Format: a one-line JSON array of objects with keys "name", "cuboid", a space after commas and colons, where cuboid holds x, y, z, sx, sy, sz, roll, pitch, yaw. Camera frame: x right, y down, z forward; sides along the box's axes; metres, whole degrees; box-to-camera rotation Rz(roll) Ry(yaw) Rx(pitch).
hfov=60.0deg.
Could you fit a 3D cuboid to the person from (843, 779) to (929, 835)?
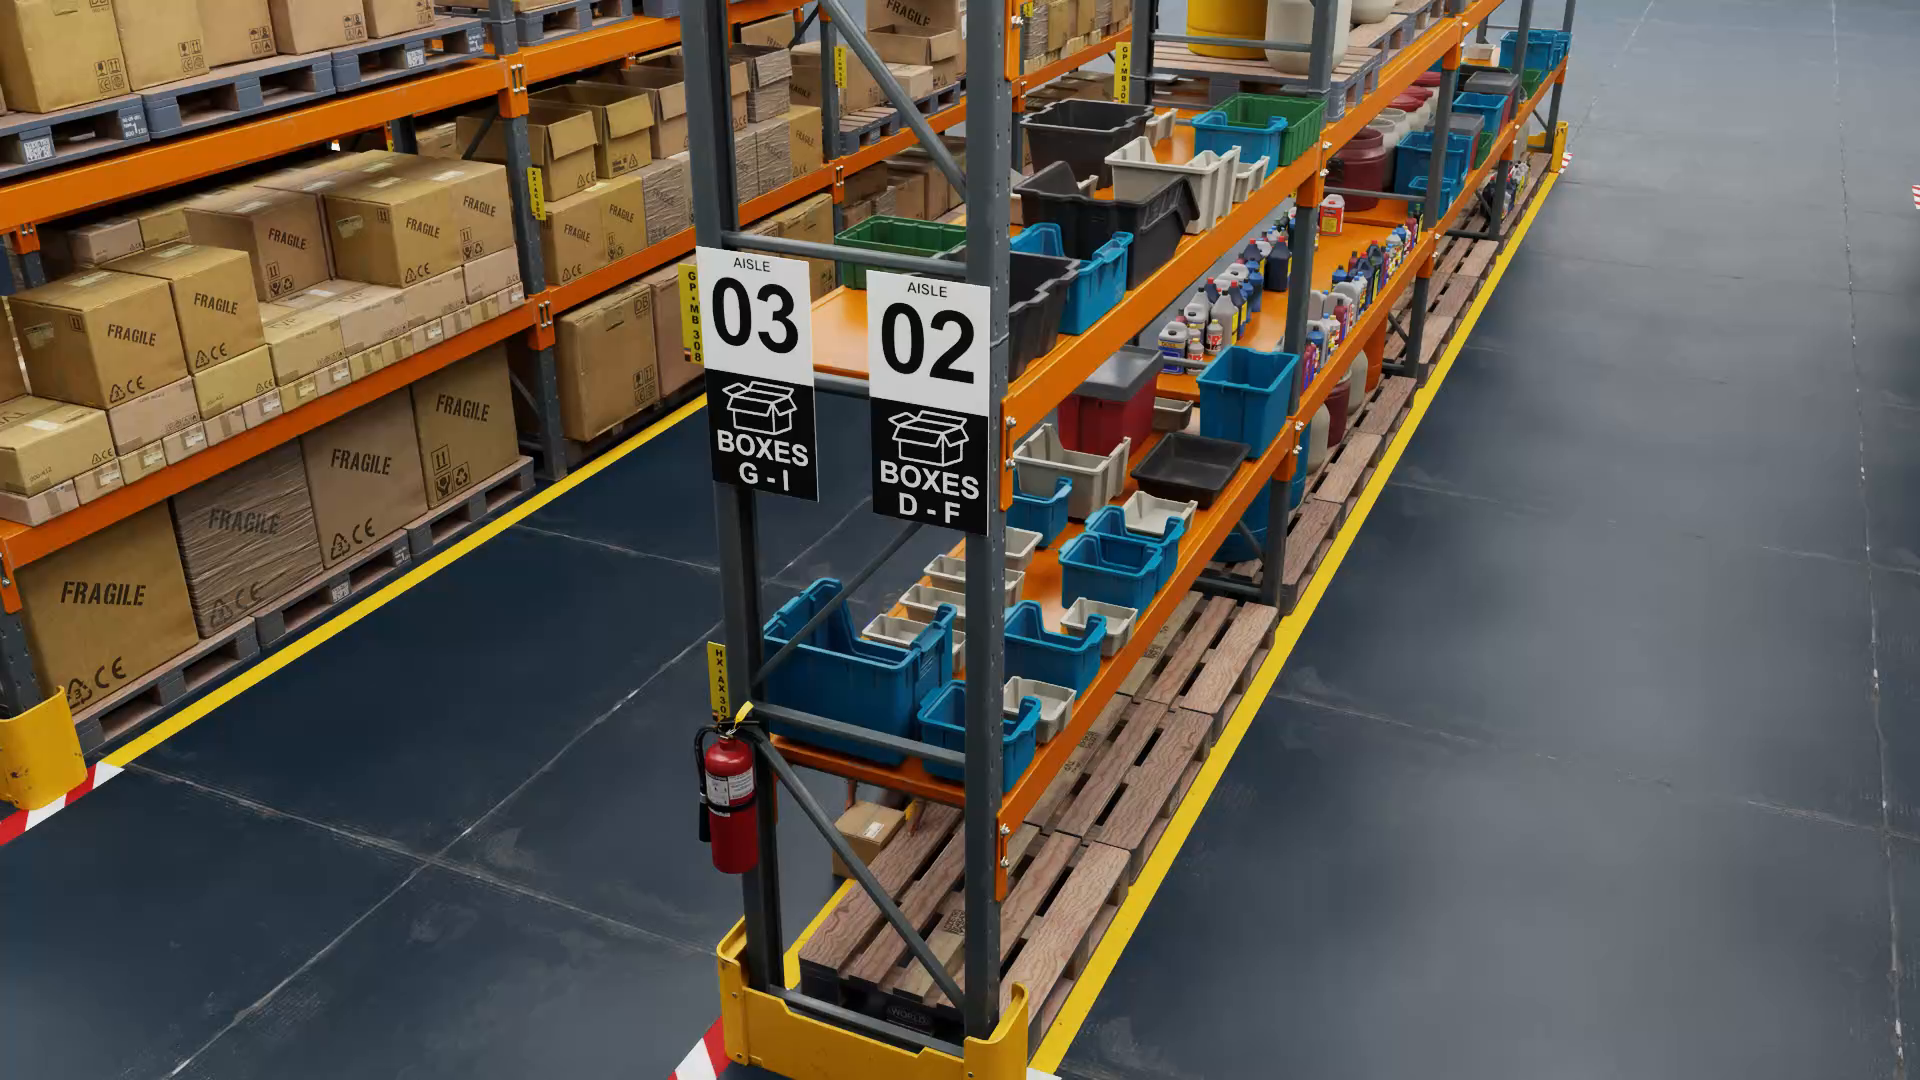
[{"name": "person", "cuboid": [-0.225, 0.899, 7.603, 0.485, 0.954, 0.795, 11, 28, 21]}]
